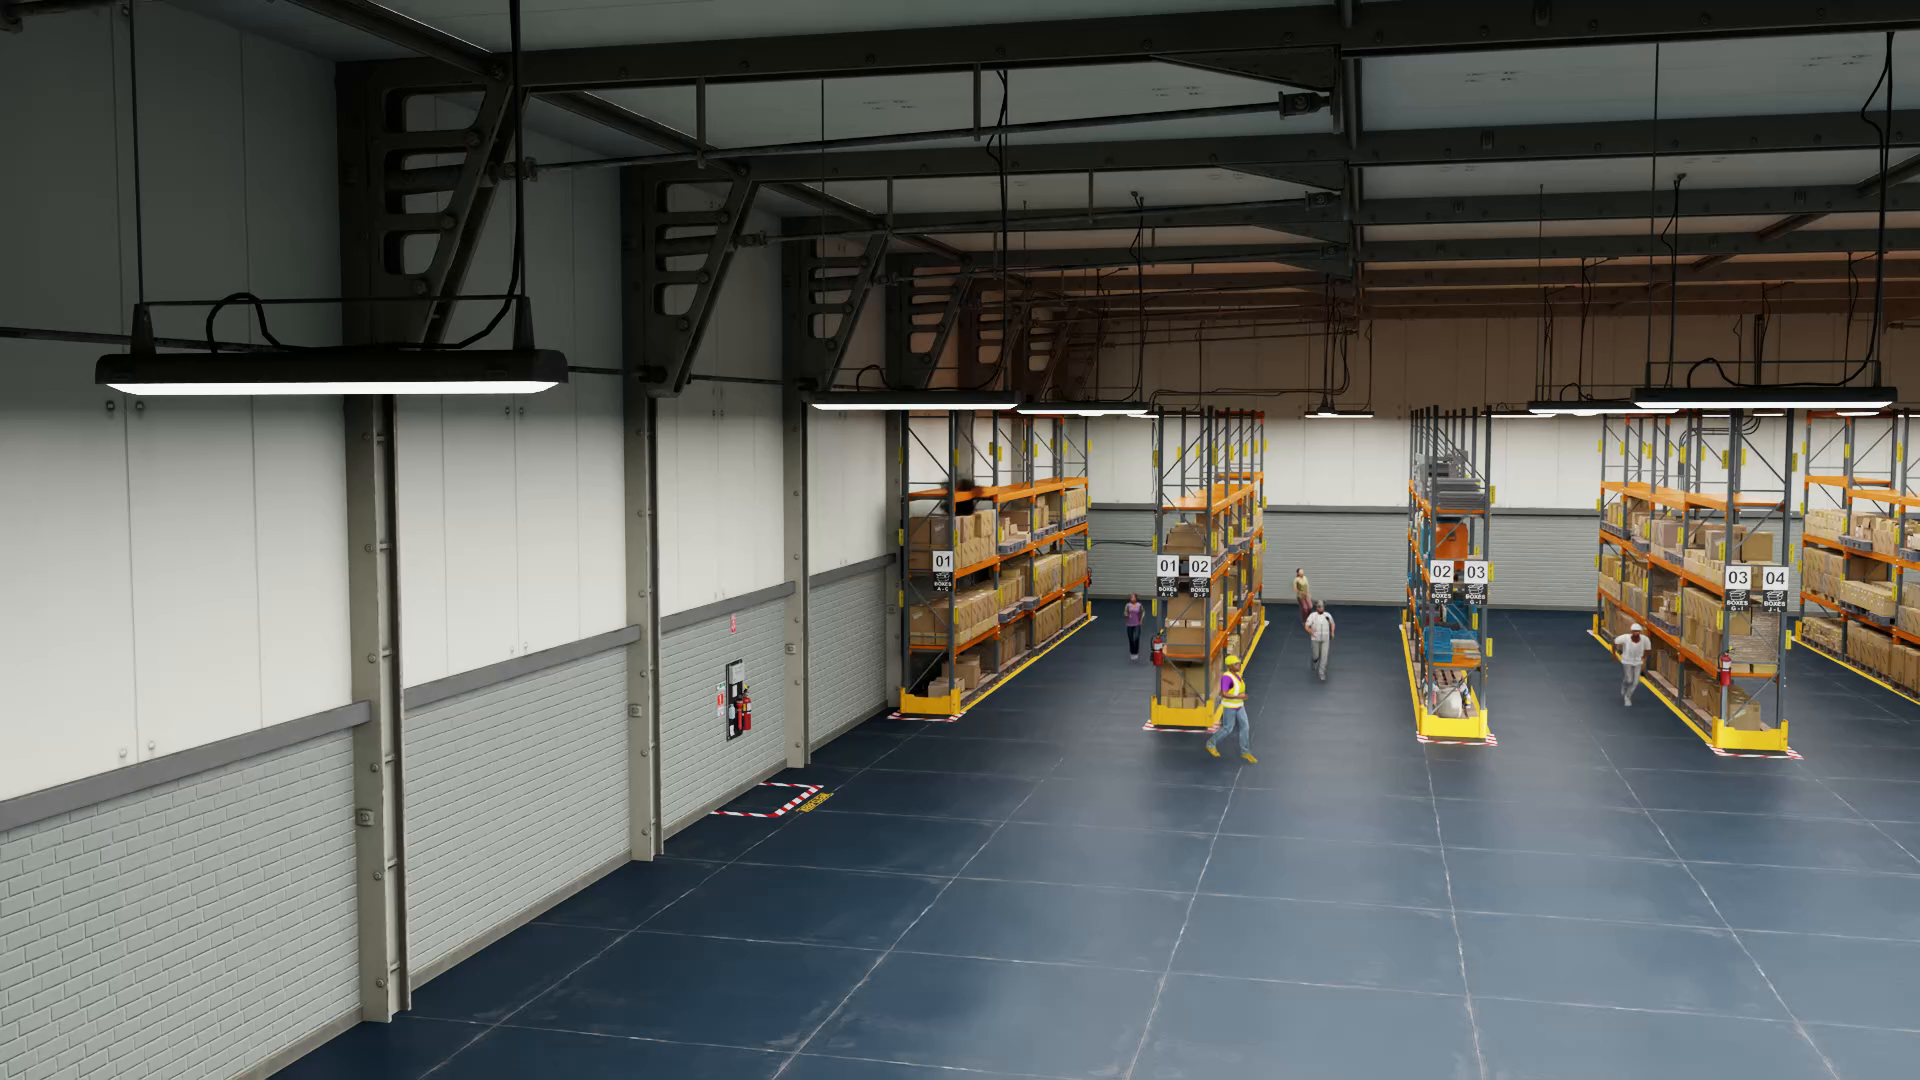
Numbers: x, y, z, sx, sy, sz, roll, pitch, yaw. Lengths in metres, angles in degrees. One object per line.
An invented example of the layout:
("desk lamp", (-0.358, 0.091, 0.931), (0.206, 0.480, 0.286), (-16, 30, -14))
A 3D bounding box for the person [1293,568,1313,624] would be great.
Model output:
("person", (9.591, 1.582, 46.449), (0.625, 1.613, 0.493), (-1, 4, -17))

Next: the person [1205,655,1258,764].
("person", (4.571, 2.831, 27.938), (0.921, 1.798, 0.704), (3, 5, 36))

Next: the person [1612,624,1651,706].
("person", (13.480, 2.501, 33.343), (0.688, 1.681, 0.725), (0, 4, 4))

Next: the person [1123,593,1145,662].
("person", (4.148, 2.081, 39.681), (0.514, 1.631, 0.653), (1, 4, 10))

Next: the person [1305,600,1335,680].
("person", (8.023, 2.201, 36.982), (0.678, 1.747, 0.917), (0, 4, 3))
